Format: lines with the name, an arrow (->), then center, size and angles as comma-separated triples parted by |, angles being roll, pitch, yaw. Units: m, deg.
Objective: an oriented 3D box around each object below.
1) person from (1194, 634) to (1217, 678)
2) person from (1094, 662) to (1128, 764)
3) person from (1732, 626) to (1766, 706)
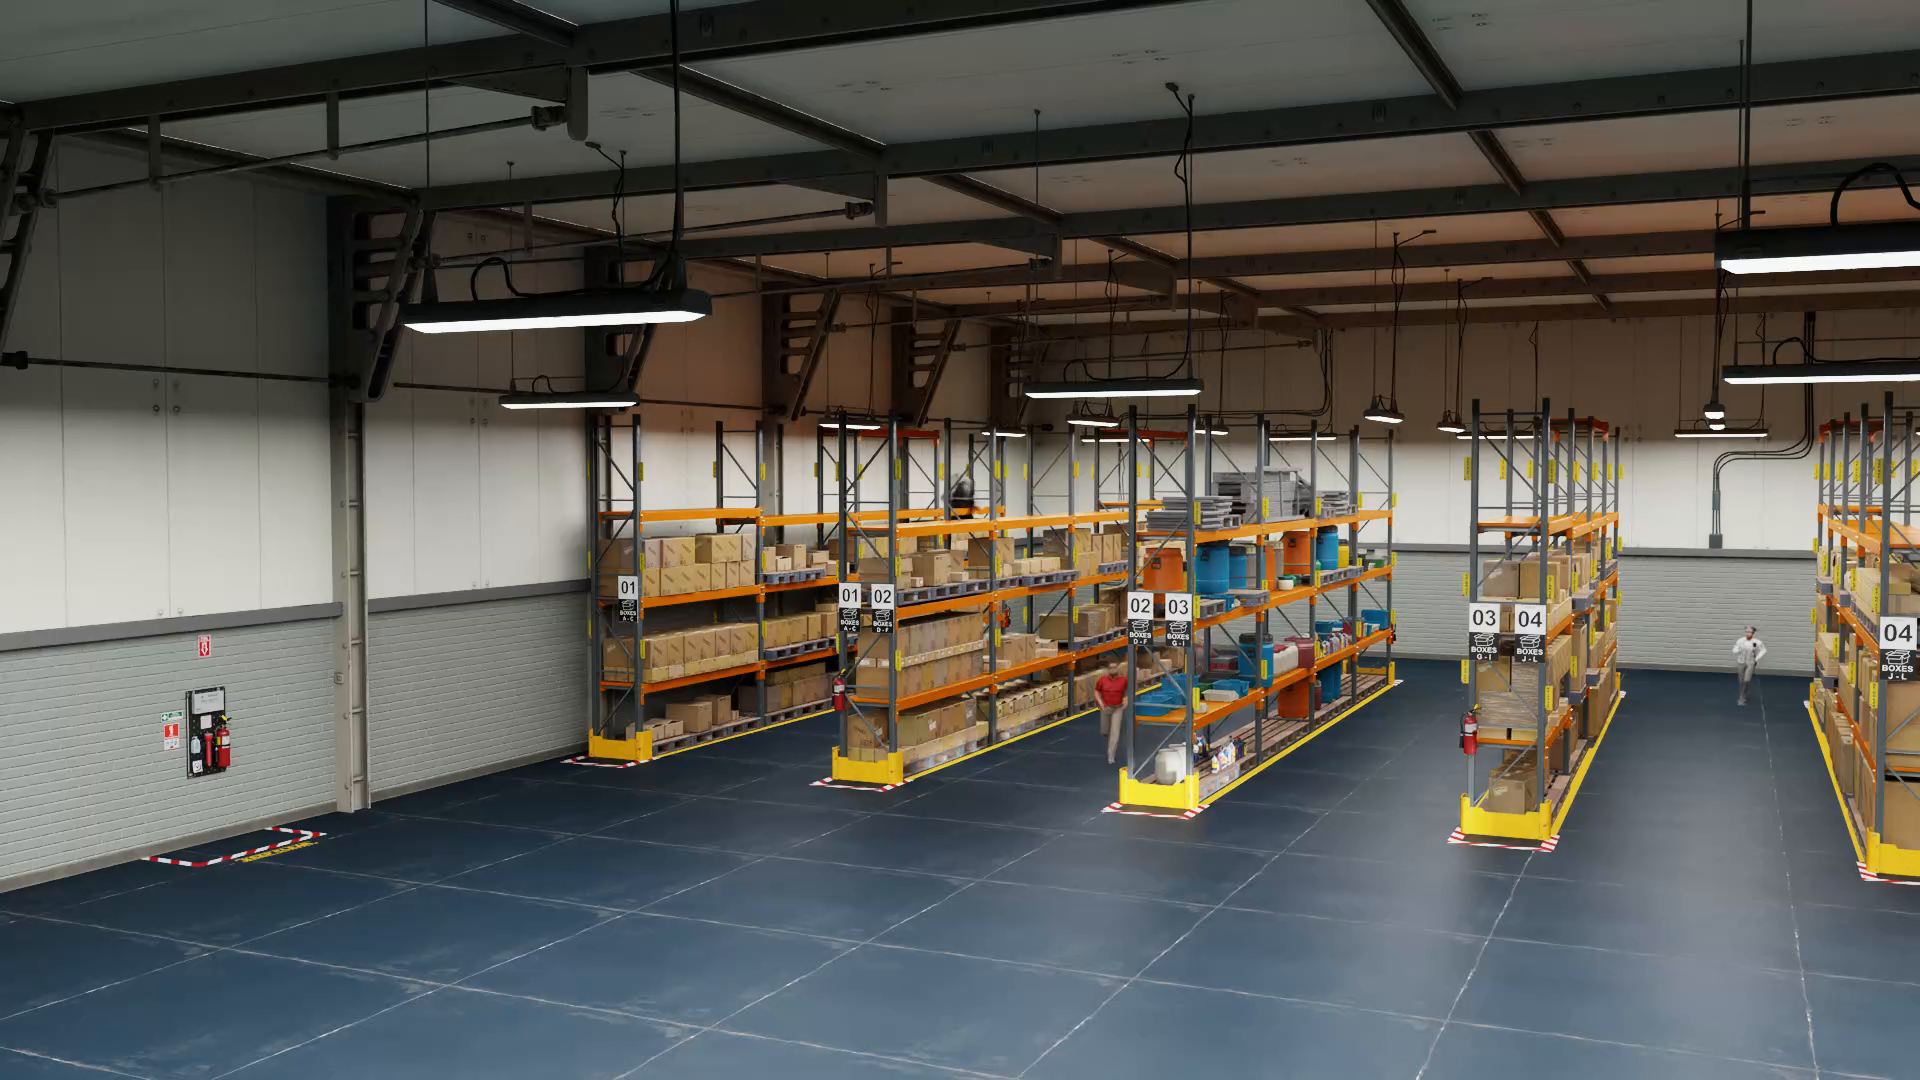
person -> 4.768, 2.762, 33.009 | 0.683, 1.783, 0.748 | 1, 3, 20
person -> 2.655, 2.989, 28.971 | 0.642, 1.724, 1.031 | 1, 2, 17
person -> 16.904, 2.702, 35.664 | 0.614, 1.755, 0.727 | 2, 3, 43
